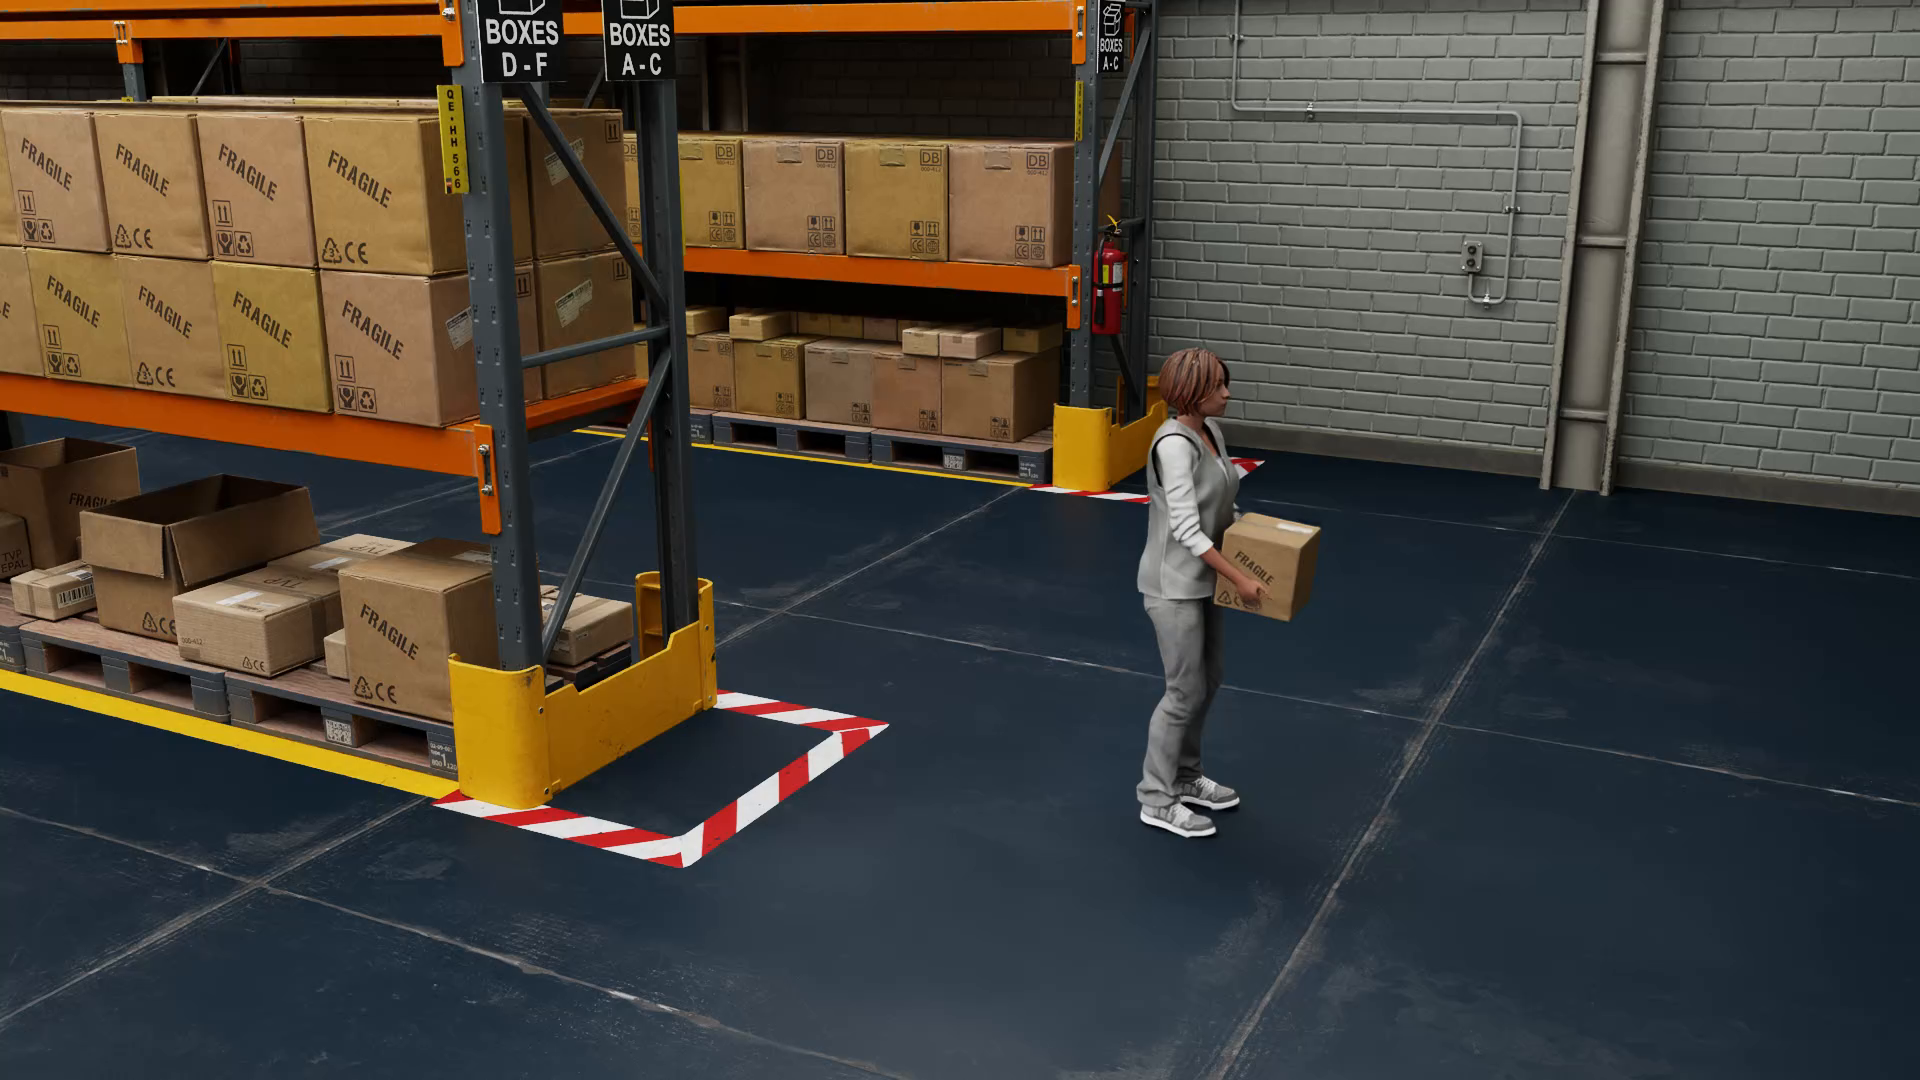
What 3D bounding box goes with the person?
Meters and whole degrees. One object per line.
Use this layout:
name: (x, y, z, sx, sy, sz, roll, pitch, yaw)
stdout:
person: (0.817, 0.170, 5.441, 0.461, 1.602, 0.440, 8, 18, 25)
